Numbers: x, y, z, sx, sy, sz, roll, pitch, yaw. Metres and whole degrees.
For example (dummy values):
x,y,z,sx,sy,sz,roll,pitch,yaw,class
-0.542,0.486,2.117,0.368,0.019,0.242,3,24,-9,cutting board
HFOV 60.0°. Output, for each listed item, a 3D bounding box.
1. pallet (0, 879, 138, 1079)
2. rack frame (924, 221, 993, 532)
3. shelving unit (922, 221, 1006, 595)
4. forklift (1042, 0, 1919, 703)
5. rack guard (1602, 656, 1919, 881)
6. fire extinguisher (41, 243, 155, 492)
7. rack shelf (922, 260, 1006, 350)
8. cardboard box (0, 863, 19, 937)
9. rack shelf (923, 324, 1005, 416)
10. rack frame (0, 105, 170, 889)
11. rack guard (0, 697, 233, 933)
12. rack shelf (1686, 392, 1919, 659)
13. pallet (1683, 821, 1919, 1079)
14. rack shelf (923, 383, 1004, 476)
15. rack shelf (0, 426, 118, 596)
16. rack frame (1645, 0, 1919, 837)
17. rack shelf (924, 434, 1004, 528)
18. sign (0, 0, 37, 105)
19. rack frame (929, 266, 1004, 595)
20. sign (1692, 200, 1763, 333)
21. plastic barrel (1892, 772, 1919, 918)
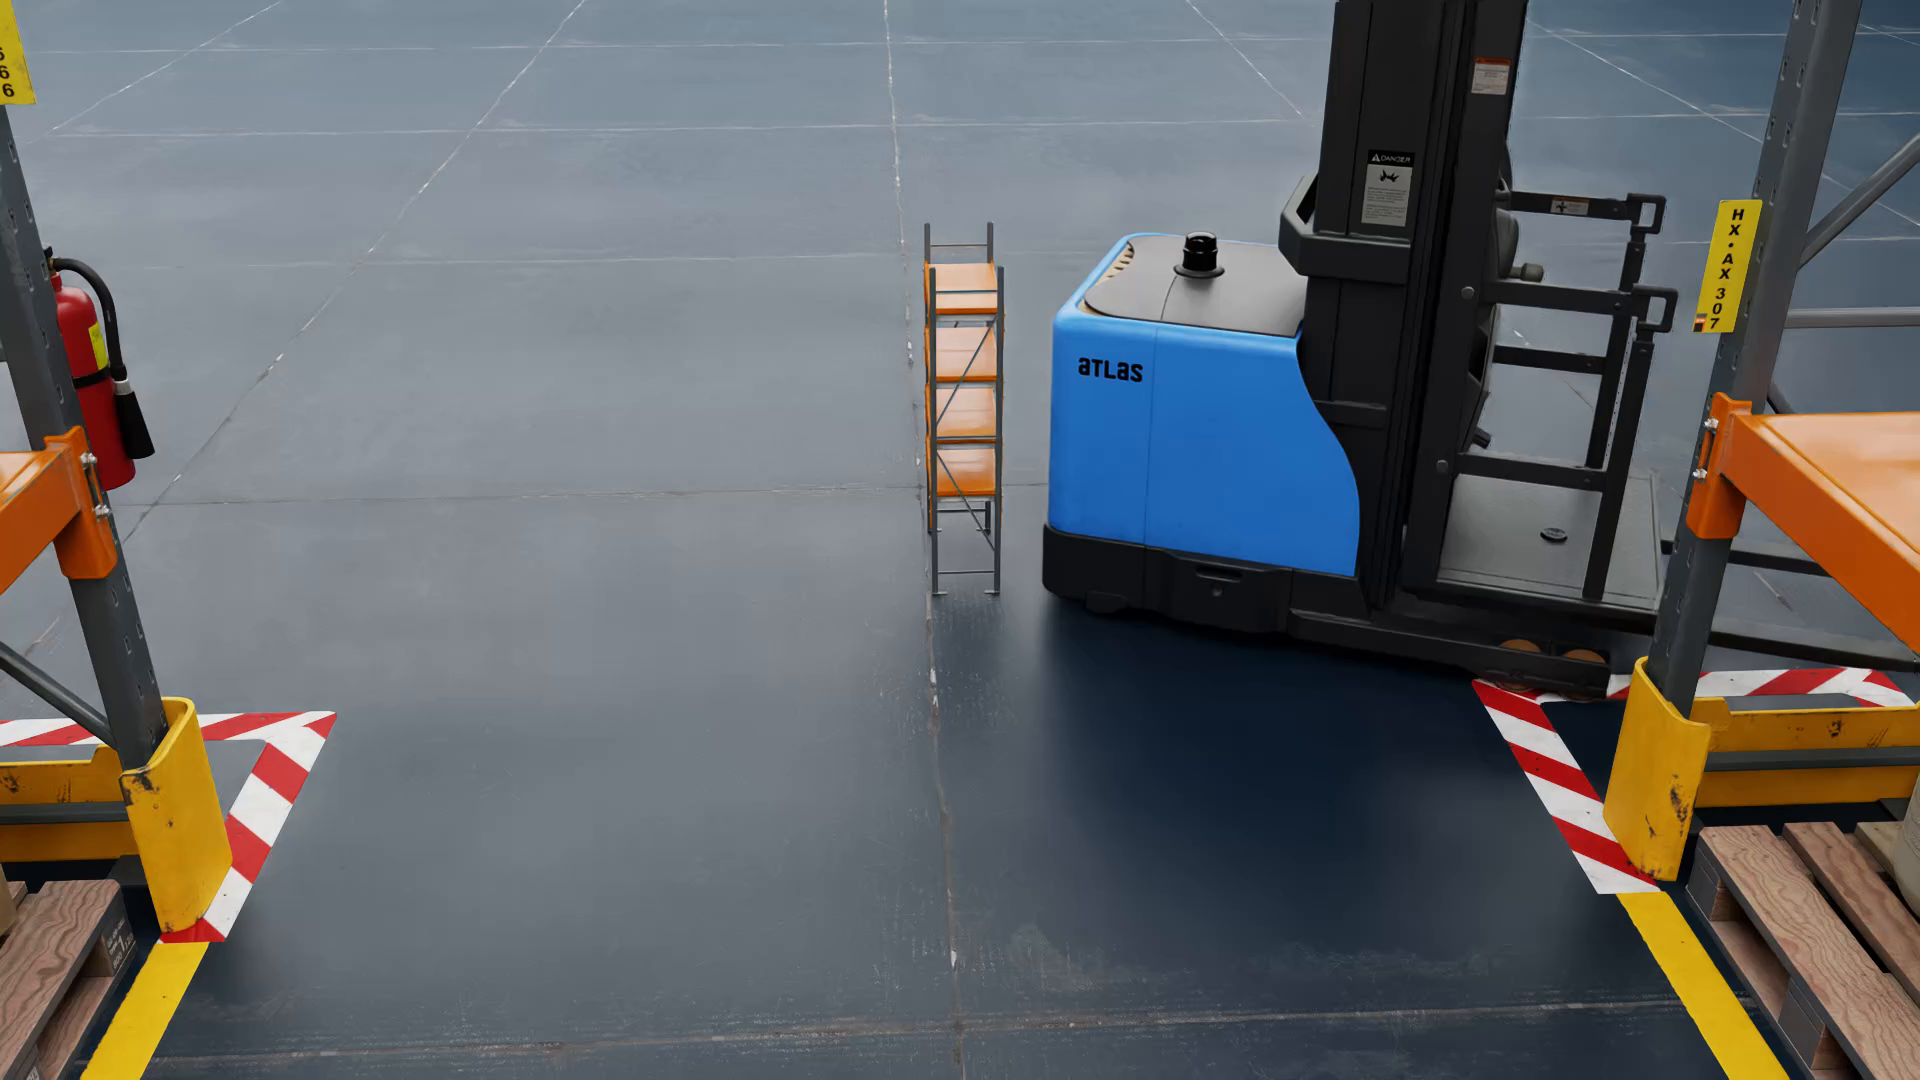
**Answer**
x,y,z,sx,sy,sz,roll,pitch,yaw,class
-2.565,1.231,3.661,1.003,0.211,1.213,-1,28,-3,pallet
-0.004,-0.568,6.042,0.240,1.200,0.015,-1,28,-3,rack frame
0.009,-0.456,5.826,0.258,1.200,0.503,-1,28,-3,shelving unit
1.861,-1.060,5.113,3.031,2.935,1.130,9,29,17,forklift
2.421,0.607,4.547,1.175,0.500,0.348,-1,28,-3,rack guard
-2.122,-0.446,3.945,0.296,0.674,0.183,-1,28,-3,fire extinguisher
0.009,-0.804,5.644,0.258,0.148,0.480,-1,28,-3,rack shelf
-2.560,0.795,3.732,0.500,0.500,0.500,4,28,7,cardboard box
0.009,-0.594,5.754,0.258,0.148,0.480,-1,28,-3,rack shelf
-2.576,-0.416,3.804,1.000,3.000,0.127,-1,28,-3,rack frame
-2.572,0.727,4.315,1.175,0.500,0.348,-1,28,-3,rack guard
2.475,0.707,2.429,1.077,0.370,4.000,-1,28,-3,rack shelf
2.458,1.110,3.894,1.003,0.211,1.213,-1,28,-3,pallet
0.009,-0.396,5.857,0.258,0.148,0.480,-1,28,-3,rack shelf
-2.472,0.826,2.200,1.077,0.370,4.000,-1,28,-3,rack shelf
2.370,-0.536,4.034,1.000,3.000,0.127,-1,28,-3,rack frame
0.009,-0.220,5.949,0.258,0.148,0.480,-1,28,-3,rack shelf
-2.021,-1.074,3.471,0.100,0.325,0.005,-1,28,-3,sign
0.021,-0.343,5.610,0.240,1.200,0.015,-1,28,-3,rack frame
1.821,-0.647,3.948,0.100,0.325,0.005,-1,28,-3,sign
2.481,0.683,3.933,0.421,0.512,0.421,0,28,0,plastic barrel
